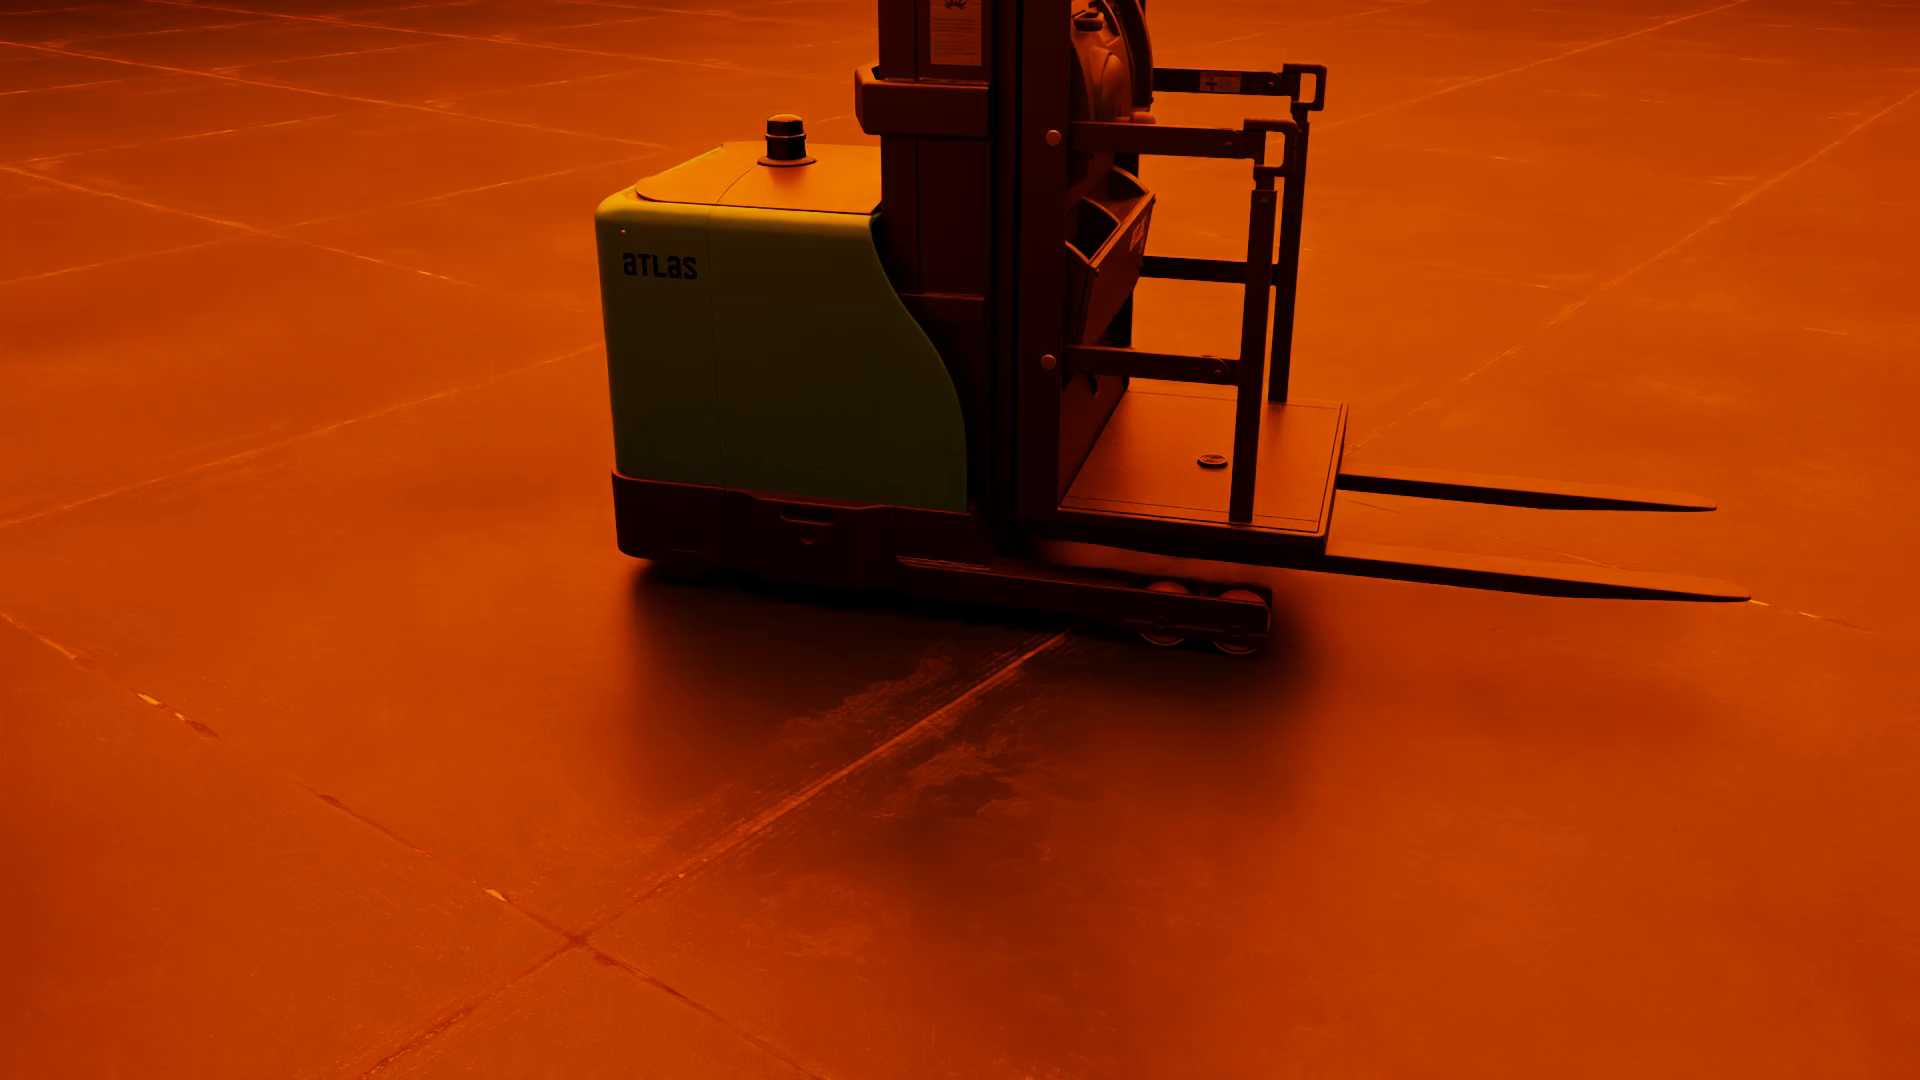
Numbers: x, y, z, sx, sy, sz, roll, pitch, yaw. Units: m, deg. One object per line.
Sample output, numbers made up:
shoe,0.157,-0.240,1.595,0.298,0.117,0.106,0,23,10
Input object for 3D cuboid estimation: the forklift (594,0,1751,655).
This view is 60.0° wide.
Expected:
forklift,0.587,-1.281,4.284,3.031,2.935,1.130,6,24,14
